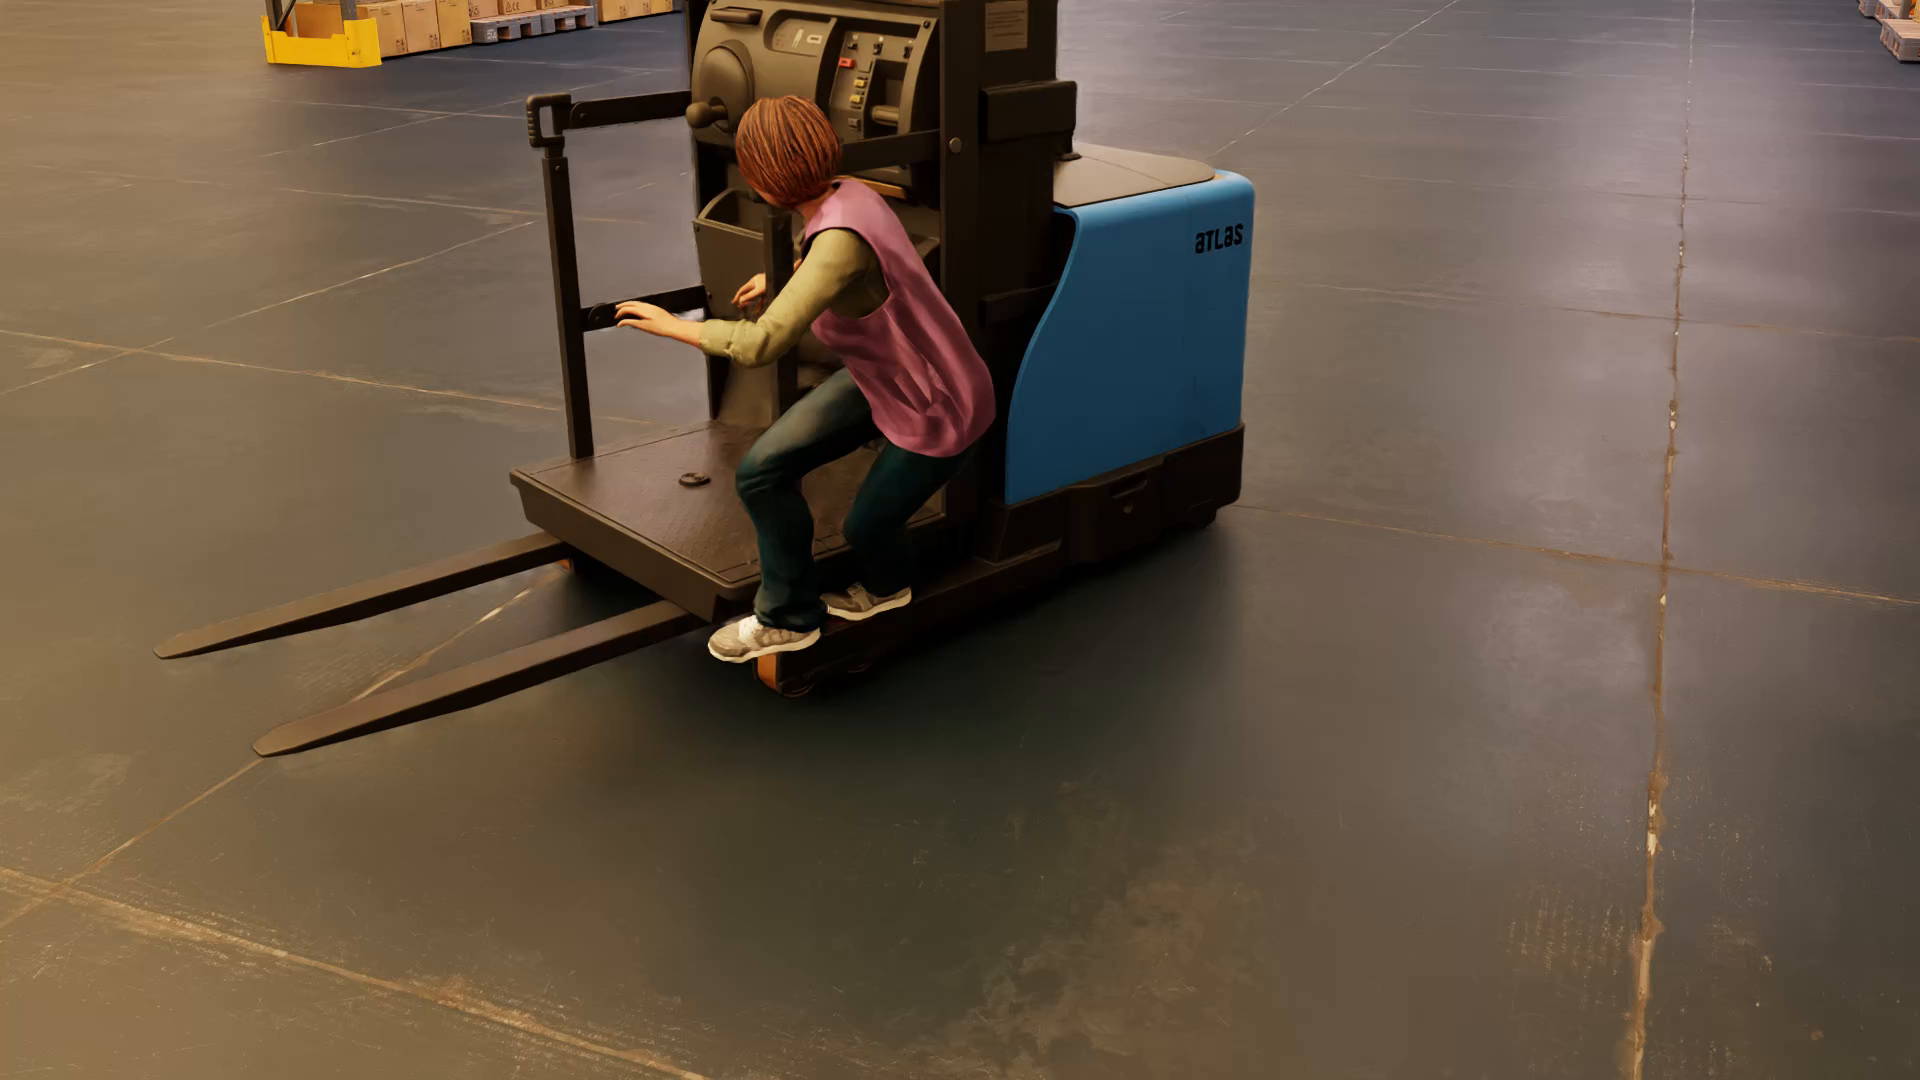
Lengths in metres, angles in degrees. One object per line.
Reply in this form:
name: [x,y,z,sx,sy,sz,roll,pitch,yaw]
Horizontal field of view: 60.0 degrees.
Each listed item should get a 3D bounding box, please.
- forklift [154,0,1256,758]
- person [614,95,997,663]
forklift: [-0.547,-1.186,4.130,3.031,2.935,1.130,-19,29,-38]
person: [-0.358,-0.302,3.664,0.821,1.353,0.848,-10,25,-22]
